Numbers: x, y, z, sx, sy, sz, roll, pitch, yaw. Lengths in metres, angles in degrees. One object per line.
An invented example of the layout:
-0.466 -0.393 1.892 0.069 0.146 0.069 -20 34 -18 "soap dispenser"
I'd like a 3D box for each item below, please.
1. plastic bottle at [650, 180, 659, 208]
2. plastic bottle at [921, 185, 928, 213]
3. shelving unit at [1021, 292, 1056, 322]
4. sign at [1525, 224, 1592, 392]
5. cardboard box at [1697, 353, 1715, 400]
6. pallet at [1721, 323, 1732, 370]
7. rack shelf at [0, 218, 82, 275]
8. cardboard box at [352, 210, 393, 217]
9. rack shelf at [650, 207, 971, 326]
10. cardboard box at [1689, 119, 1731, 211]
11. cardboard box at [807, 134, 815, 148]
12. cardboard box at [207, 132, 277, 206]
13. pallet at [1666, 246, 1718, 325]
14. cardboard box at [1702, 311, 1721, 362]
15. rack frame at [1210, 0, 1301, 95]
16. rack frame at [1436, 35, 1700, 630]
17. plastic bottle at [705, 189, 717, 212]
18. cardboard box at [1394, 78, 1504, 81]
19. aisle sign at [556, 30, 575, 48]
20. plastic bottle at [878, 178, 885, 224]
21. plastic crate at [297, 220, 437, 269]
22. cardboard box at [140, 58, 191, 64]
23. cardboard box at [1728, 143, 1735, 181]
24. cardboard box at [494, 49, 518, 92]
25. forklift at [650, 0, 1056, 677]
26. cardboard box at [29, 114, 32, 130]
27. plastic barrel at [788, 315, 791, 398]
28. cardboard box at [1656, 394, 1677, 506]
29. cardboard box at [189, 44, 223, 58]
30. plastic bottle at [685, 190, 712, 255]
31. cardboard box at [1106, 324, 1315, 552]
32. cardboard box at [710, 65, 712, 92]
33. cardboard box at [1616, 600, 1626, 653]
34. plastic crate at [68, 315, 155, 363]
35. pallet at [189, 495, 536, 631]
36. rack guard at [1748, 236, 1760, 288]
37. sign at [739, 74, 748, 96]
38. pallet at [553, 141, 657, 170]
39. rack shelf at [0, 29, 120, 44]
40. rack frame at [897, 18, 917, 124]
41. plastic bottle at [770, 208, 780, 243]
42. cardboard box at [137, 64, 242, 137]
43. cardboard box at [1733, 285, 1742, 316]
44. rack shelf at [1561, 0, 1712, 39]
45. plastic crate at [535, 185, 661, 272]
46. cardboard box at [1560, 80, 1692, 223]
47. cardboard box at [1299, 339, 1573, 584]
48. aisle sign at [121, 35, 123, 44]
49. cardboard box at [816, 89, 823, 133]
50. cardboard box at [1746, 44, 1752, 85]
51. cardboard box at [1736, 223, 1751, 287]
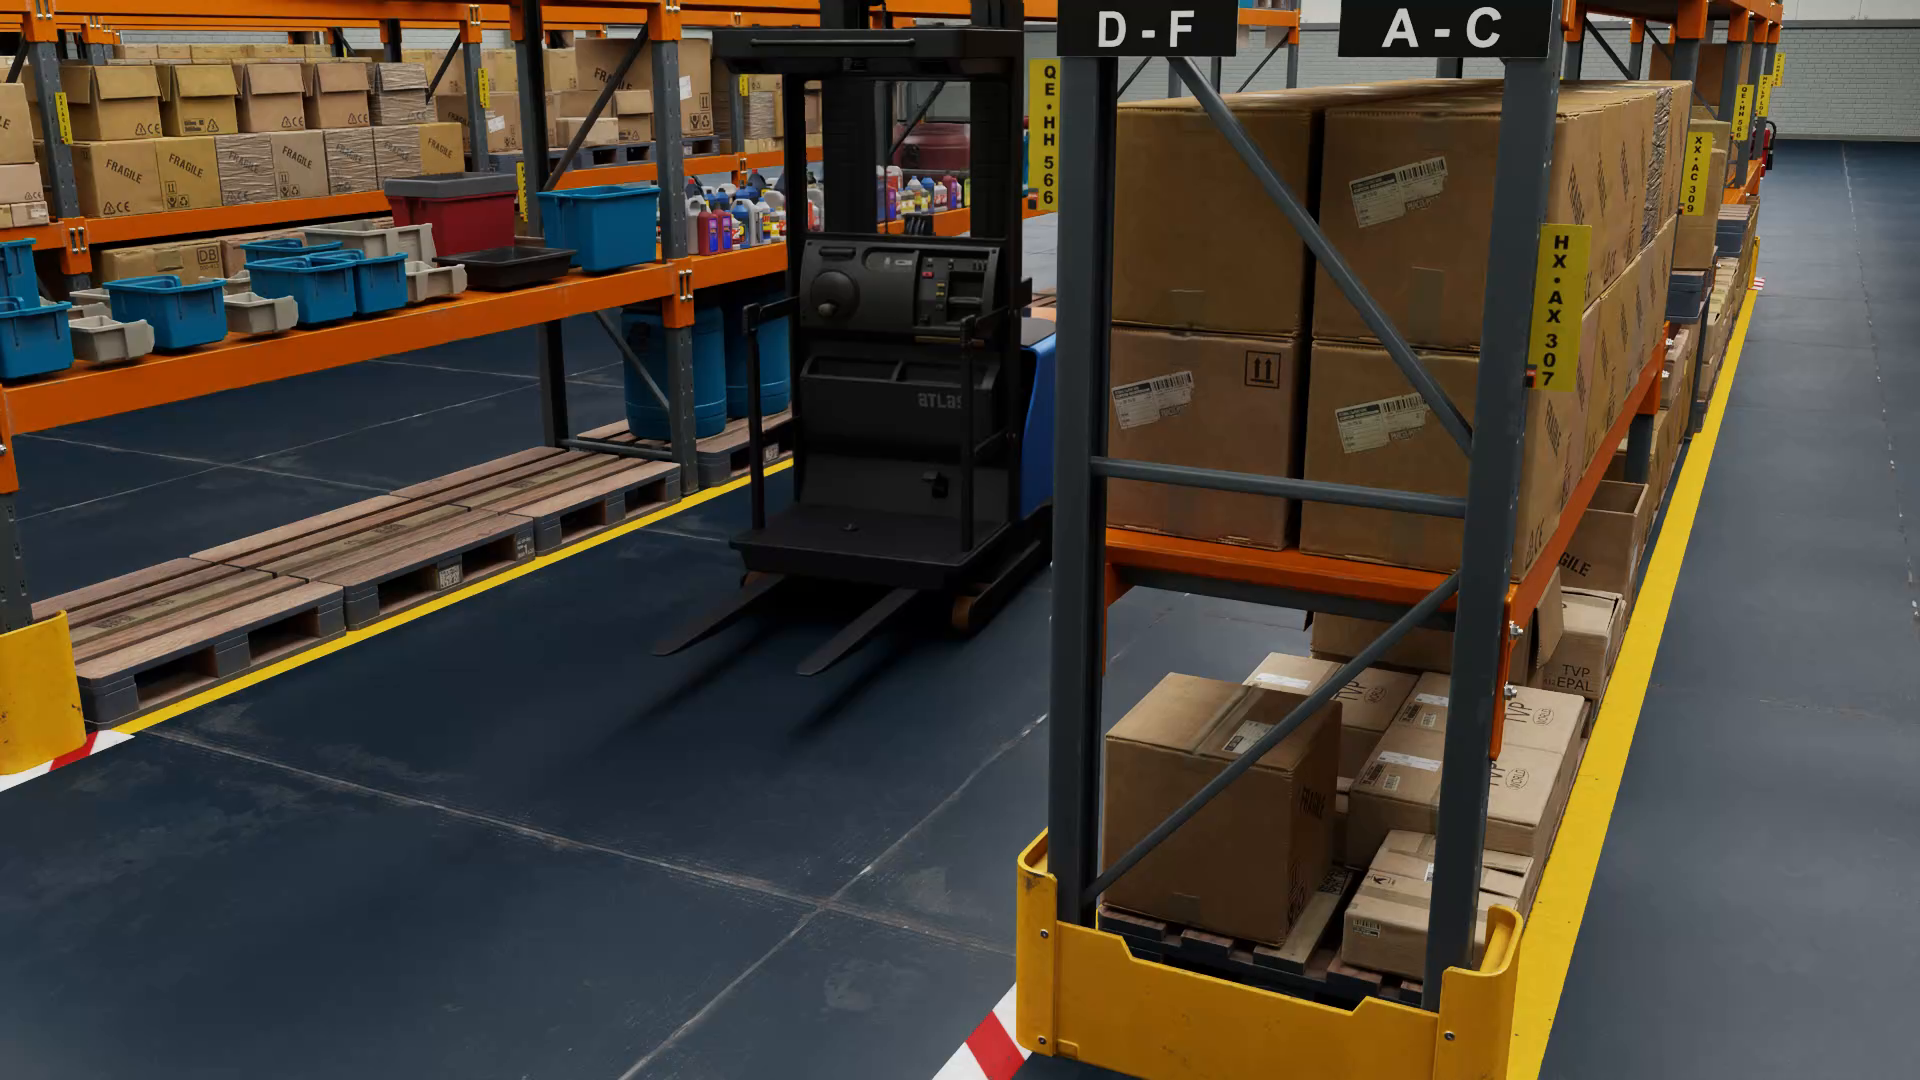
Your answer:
-1.839 -2.011 10.114 0.144 0.351 0.185 8 18 25 "plastic bottle"
-0.270 -2.365 11.568 0.097 0.201 0.097 0 17 0 "plastic bottle"
0.304 -0.827 9.333 0.538 1.125 1.048 6 18 19 "shelving unit"
1.171 -0.455 3.267 0.100 0.325 0.005 8 18 25 "sign"
4.757 -1.126 11.139 0.500 0.250 0.500 8 18 25 "cardboard box"
5.754 -1.636 13.662 1.003 0.211 1.213 8 18 25 "pallet"
-7.281 -1.535 9.687 1.077 0.370 4.000 8 18 25 "rack shelf"
-4.927 -2.418 14.390 1.225 0.875 0.875 7 18 23 "cardboard box"
-1.063 -1.924 10.996 1.077 0.370 4.000 8 18 25 "rack shelf"
4.080 -2.221 9.821 0.700 0.500 0.500 2 17 7 "cardboard box"
-1.911 -4.644 19.334 0.380 0.149 0.250 8 18 25 "cardboard box"
-5.511 -2.778 12.433 0.500 0.500 0.500 8 18 24 "cardboard box"
2.928 -1.225 7.719 1.003 0.211 1.213 8 18 25 "pallet"
4.757 -1.395 11.059 0.500 0.311 0.500 9 19 27 "cardboard box"
3.406 -4.816 19.469 1.000 3.000 0.127 8 18 25 "rack frame"
2.473 -1.128 7.053 1.000 3.000 0.127 8 18 25 "rack frame"
-1.561 -2.049 10.381 0.097 0.271 0.097 0 17 0 "plastic bottle"
2.011 -1.571 6.613 0.500 0.500 0.500 9 19 27 "cardboard box"
-5.654 -7.405 23.621 0.394 0.787 0.004 8 18 25 "aisle sign"
-0.587 -2.270 10.987 0.144 0.351 0.185 8 18 25 "plastic bottle"
-2.804 -1.365 7.956 0.437 0.282 0.530 8 18 25 "plastic crate"
-8.558 -4.834 17.600 0.700 0.500 0.500 8 18 25 "cardboard box"
6.470 -3.462 14.738 0.700 0.500 0.500 8 18 25 "cardboard box"
-6.274 -6.174 21.882 0.875 0.550 0.500 8 18 25 "cardboard box"
-0.345 -1.134 7.194 1.130 2.935 3.031 6 18 19 "forklift"
-9.039 -3.969 15.800 0.380 0.149 0.250 9 19 27 "cardboard box"
-1.050 -1.217 10.985 0.421 0.512 0.421 0 17 0 "plastic barrel"
3.366 -0.496 8.544 0.500 0.500 0.500 8 18 26 "cardboard box"
-10.791 -6.694 23.338 0.700 0.500 0.500 8 18 24 "cardboard box"
-1.491 -1.794 9.383 0.144 0.351 0.185 8 18 25 "plastic bottle"
0.642 -0.306 4.109 0.500 0.500 0.500 9 19 27 "cardboard box"
-2.858 -5.246 18.465 0.500 0.500 0.500 8 18 25 "cardboard box"
2.358 0.312 6.439 0.380 0.149 0.250 8 18 25 "cardboard box"
-3.122 -0.735 6.087 0.250 0.136 0.298 8 18 25 "plastic crate"
-2.794 0.082 7.878 1.003 0.211 1.213 8 18 25 "pallet"
7.846 -2.992 17.721 1.175 0.500 0.348 8 18 25 "rack guard"
-2.315 -4.912 17.761 0.100 0.325 0.005 8 18 25 "sign"
-3.752 -3.825 16.472 1.003 0.211 1.213 8 18 25 "pallet"
-15.227 -7.921 25.919 1.077 0.370 4.000 8 18 25 "rack shelf"
-1.025 -5.446 21.591 1.000 3.000 0.127 8 18 25 "rack frame"
-1.126 -1.877 9.925 0.097 0.201 0.097 0 17 0 "plastic bottle"
-5.792 -3.255 12.278 0.797 0.503 0.637 8 18 26 "cardboard box"
6.526 -2.128 14.513 0.500 0.250 0.500 8 18 25 "cardboard box"
1.579 -1.711 5.013 1.077 0.370 4.000 8 18 25 "rack shelf"
-1.860 -1.618 8.625 0.392 0.384 0.575 8 18 25 "plastic crate"
2.479 -1.493 6.352 0.500 0.500 0.500 8 18 26 "cardboard box"
1.120 -0.236 3.876 0.500 0.500 0.500 9 19 27 "cardboard box"
-14.041 -8.563 27.519 0.394 0.787 0.004 8 18 25 "aisle sign"
-1.908 -5.109 19.760 0.875 0.500 0.500 8 18 25 "cardboard box"
6.913 -4.333 15.389 0.700 0.500 0.500 8 18 25 "cardboard box"
6.535 -2.486 14.402 0.500 0.500 0.500 8 18 25 "cardboard box"
